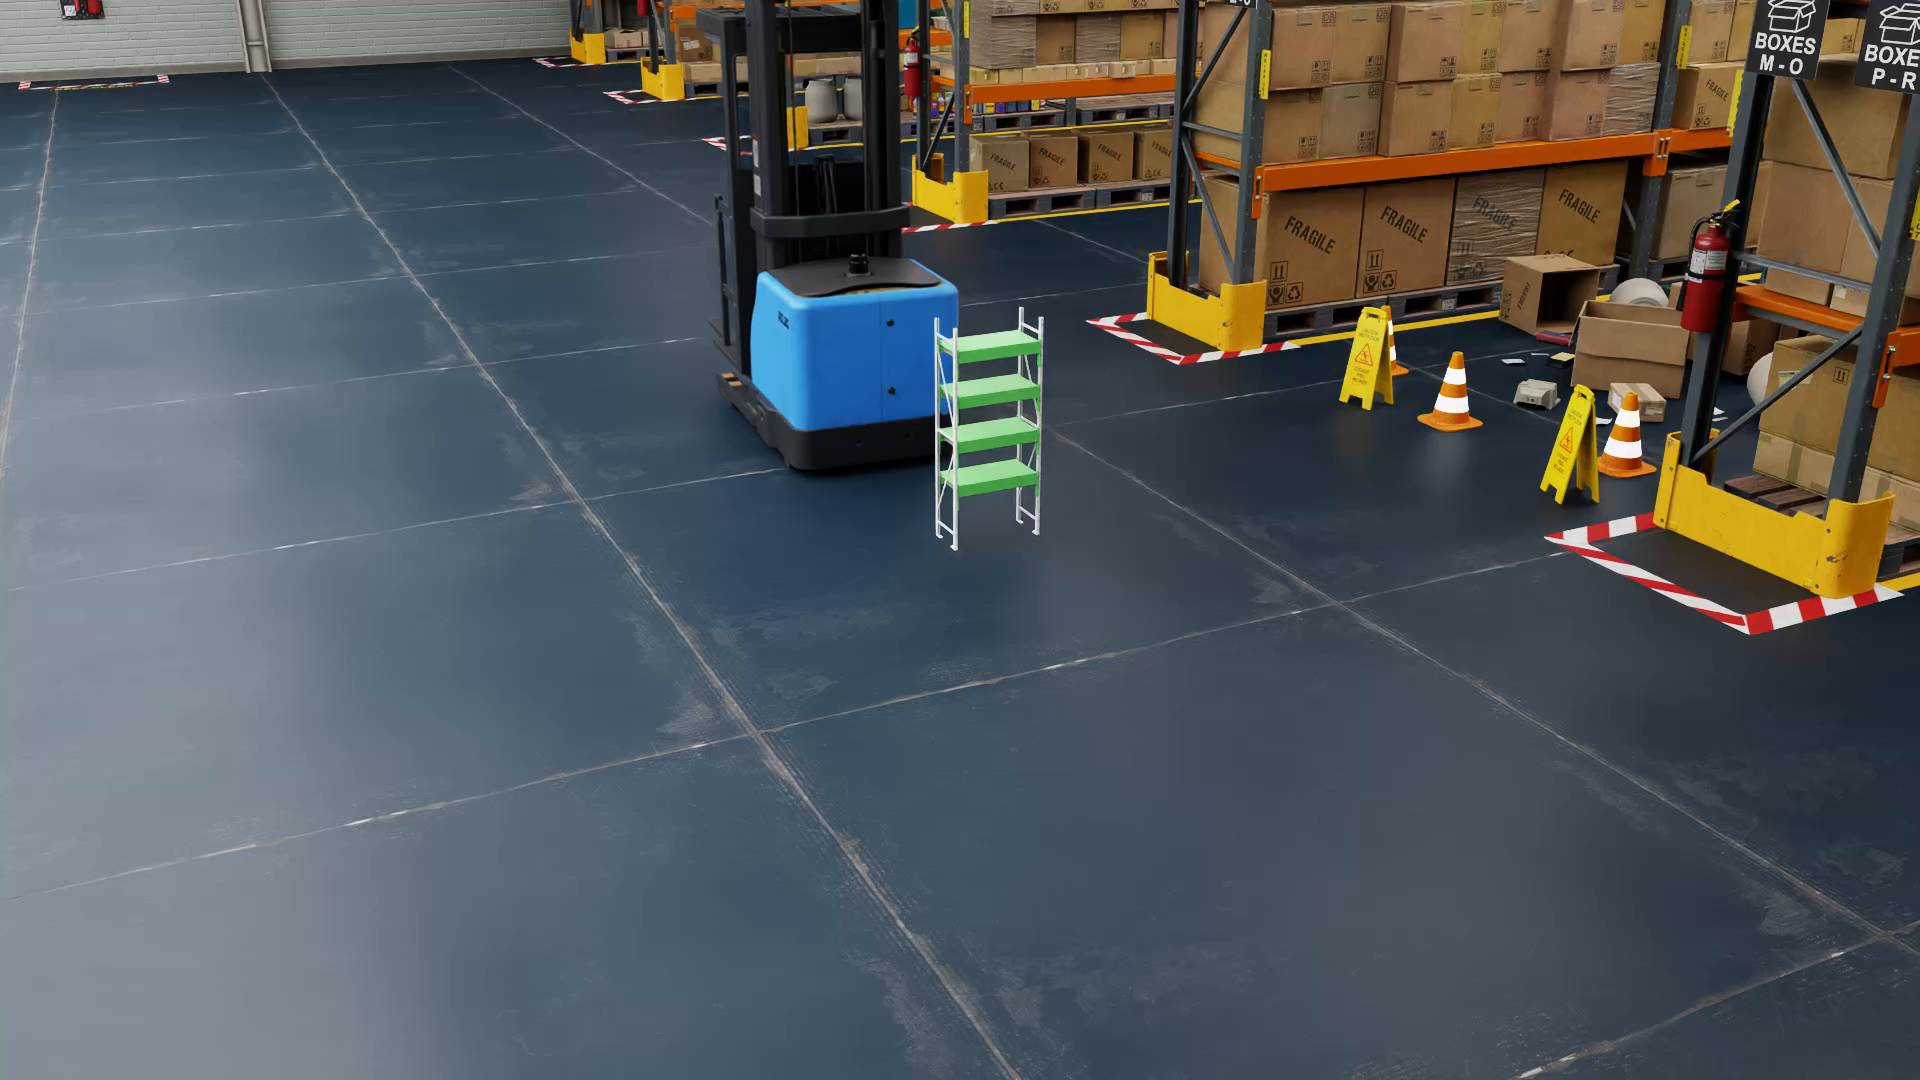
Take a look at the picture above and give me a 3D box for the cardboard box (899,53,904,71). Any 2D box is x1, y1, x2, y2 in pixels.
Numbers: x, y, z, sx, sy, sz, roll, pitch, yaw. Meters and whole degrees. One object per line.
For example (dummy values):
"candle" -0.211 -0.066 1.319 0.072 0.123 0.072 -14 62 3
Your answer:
"cardboard box" -1.188 -7.569 26.306 0.500 0.250 0.500 -10 25 -24

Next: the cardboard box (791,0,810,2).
"cardboard box" -2.649 -8.511 25.406 0.500 0.500 0.700 -10 24 -22

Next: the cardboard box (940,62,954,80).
"cardboard box" -0.009 -4.721 16.711 0.250 0.149 0.380 -10 25 -24

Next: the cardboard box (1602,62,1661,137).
"cardboard box" 5.161 -3.660 13.623 0.550 0.550 0.875 -10 25 -24

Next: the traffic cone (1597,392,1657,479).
"traffic cone" 3.950 -0.648 9.858 0.334 0.463 0.336 -10 25 -24

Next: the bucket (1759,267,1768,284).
"bucket" 6.365 -2.029 12.171 0.620 0.611 0.726 7 21 -9

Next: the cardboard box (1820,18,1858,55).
"cardboard box" 7.306 -4.502 14.414 0.500 0.500 0.700 -11 25 -24

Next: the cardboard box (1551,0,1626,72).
"cardboard box" 4.695 -4.044 13.138 0.550 0.550 0.875 -10 25 -24

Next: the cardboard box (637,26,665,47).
"cardboard box" -5.445 -8.979 29.609 0.500 0.311 0.500 -8 24 -19

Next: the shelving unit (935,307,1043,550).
"shelving unit" 0.149 -0.582 8.735 0.503 1.200 0.258 -10 25 -24

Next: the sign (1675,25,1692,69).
"sign" 5.730 -3.902 13.167 0.005 0.325 0.100 -10 25 -24

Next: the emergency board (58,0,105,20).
"emergency board" -14.015 -8.862 26.386 0.643 1.169 0.194 -10 25 -24

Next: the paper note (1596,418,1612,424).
"paper note" 4.110 -0.775 10.730 0.148 0.019 0.142 20 30 40

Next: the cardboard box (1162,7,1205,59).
"cardboard box" 2.123 -5.324 17.319 0.500 0.500 0.875 -10 25 -24

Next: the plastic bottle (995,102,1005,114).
"plastic bottle" 0.523 -5.758 21.864 0.133 0.283 0.061 -9 24 -20

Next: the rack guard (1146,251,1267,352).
"rack guard" 1.862 -1.834 12.675 0.348 0.500 1.175 -10 25 -24

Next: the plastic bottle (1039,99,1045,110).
"plastic bottle" 1.088 -5.832 22.149 0.097 0.201 0.097 0 22 0

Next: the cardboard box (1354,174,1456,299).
"cardboard box" 3.258 -2.487 13.214 0.875 0.875 0.875 -11 25 -24

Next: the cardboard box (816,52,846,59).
"cardboard box" -2.093 -7.752 25.769 0.500 0.500 0.500 -10 25 -24

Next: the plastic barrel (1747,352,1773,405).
"plastic barrel" 5.326 -0.978 10.707 0.421 0.421 0.512 6 23 13

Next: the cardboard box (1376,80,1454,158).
"cardboard box" 3.244 -3.288 12.723 0.550 0.550 0.875 -10 25 -24

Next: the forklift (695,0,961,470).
"forklift" -0.999 -2.295 10.611 1.130 2.935 3.031 -8 24 -20

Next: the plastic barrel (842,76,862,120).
"plastic barrel" -1.313 -5.689 21.424 0.421 0.512 0.421 0 22 0

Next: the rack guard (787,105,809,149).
"rack guard" -2.276 -5.300 21.048 0.348 0.500 1.175 -10 25 -24

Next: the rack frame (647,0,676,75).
"rack frame" -4.469 -8.134 24.626 0.127 3.000 1.000 -10 25 -24

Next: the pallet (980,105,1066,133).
"pallet" 0.656 -5.704 22.402 1.213 0.211 1.003 -10 25 -24

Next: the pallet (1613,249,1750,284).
"pallet" 6.150 -2.522 14.715 1.213 0.211 1.003 -10 25 -24

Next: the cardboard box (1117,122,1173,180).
"cardboard box" 2.012 -4.141 17.700 0.500 0.500 0.500 -13 26 -28

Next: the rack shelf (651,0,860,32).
"rack shelf" -2.667 -8.133 25.565 4.000 0.370 1.077 -10 25 -24

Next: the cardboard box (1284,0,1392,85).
"cardboard box" 2.690 -3.732 12.385 0.550 0.550 0.875 -10 25 -24

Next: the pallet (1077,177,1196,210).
"pallet" 1.737 -3.767 17.722 1.213 0.211 1.003 -10 25 -24

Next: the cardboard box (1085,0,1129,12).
"cardboard box" 1.341 -5.526 16.499 0.500 0.500 0.500 -10 25 -24

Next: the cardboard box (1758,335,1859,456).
"cardboard box" 4.730 -0.797 8.966 0.500 0.500 0.500 -10 25 -23

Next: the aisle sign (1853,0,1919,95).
"aisle sign" 4.200 -2.388 7.346 0.004 0.787 0.394 -10 25 -24

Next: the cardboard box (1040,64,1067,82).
"cardboard box" 0.865 -4.688 16.630 0.250 0.149 0.380 -10 25 -24

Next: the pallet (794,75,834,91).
"pallet" -2.701 -7.187 25.986 1.213 0.211 1.003 -10 25 -24

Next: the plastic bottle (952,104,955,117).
"plastic bottle" -0.067 -5.620 21.636 0.097 0.201 0.097 0 22 0

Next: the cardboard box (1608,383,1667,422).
"cardboard box" 4.426 -0.900 10.878 0.250 0.149 0.380 2 23 4

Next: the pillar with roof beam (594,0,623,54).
"pillar with roof beam" -4.499 -11.543 25.017 0.400 9.000 9.100 -10 25 -24

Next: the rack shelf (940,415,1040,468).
"rack shelf" 0.149 -0.523 8.759 0.480 0.148 0.258 -10 25 -24

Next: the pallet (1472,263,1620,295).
"pallet" 4.769 -2.269 14.103 1.213 0.211 1.003 -10 25 -24

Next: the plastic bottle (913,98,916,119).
"plastic bottle" -0.556 -5.562 21.405 0.097 0.271 0.097 0 22 0

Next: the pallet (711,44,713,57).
"pallet" -4.708 -8.888 30.094 1.213 0.211 1.003 -10 25 -24

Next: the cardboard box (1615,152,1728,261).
"cardboard box" 6.008 -2.945 14.483 0.750 0.750 1.050 -11 25 -24

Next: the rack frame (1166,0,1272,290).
"rack frame" 1.884 -2.993 12.207 0.127 3.000 1.000 -10 25 -24

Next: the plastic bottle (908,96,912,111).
"plastic bottle" -0.621 -5.859 22.116 0.135 0.276 0.152 -10 25 -23

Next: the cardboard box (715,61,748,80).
"cardboard box" -3.441 -7.154 25.304 0.500 0.250 0.500 -10 25 -24

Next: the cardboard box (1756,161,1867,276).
"cardboard box" 4.491 -1.672 8.497 0.500 0.500 0.500 -11 25 -25

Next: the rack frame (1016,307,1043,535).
"rack frame" 0.369 -0.622 8.833 0.015 1.200 0.240 -10 25 -24

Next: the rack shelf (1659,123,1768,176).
"rack shelf" 7.290 -3.656 14.749 4.000 0.370 1.077 -10 25 -24

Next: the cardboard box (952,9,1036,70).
"cardboard box" 0.331 -4.984 16.498 0.500 0.500 0.875 -10 25 -24

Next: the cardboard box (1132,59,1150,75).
"cardboard box" 1.745 -4.871 17.071 0.250 0.149 0.380 -10 25 -24
